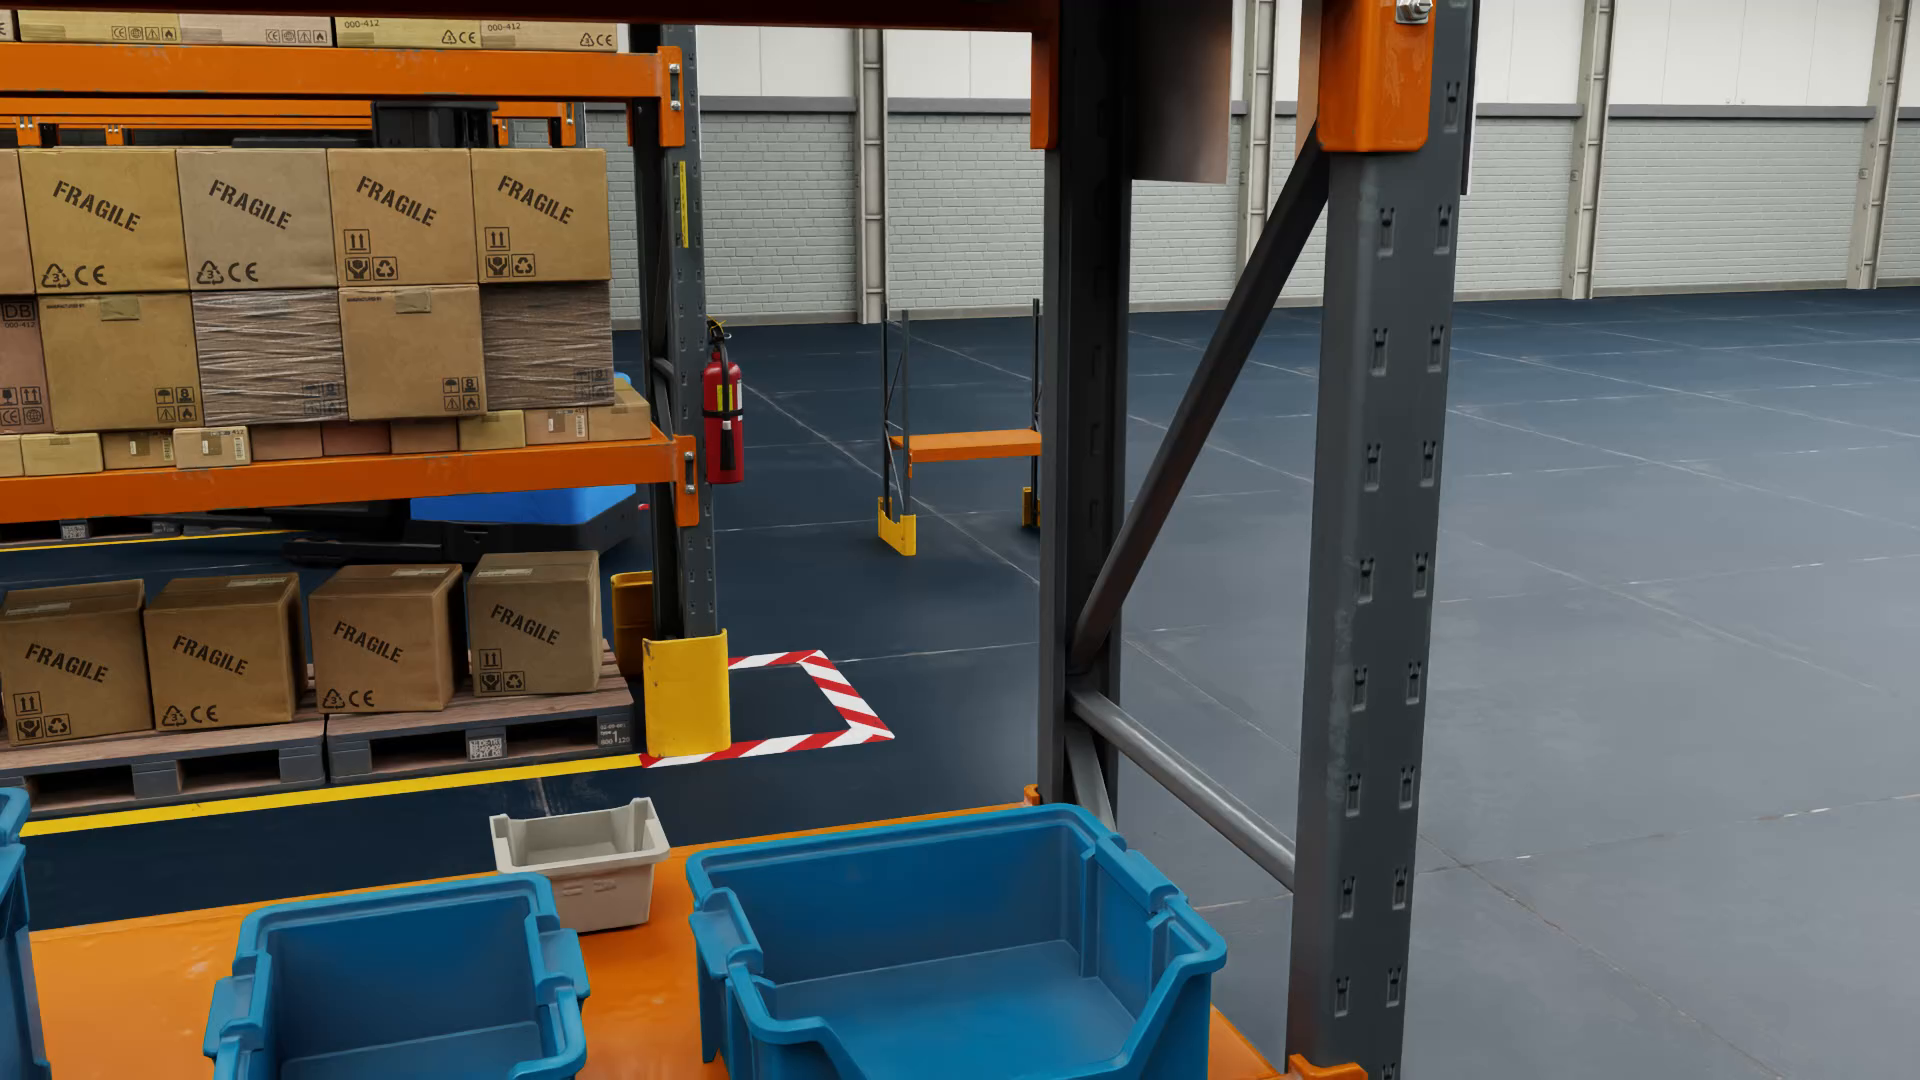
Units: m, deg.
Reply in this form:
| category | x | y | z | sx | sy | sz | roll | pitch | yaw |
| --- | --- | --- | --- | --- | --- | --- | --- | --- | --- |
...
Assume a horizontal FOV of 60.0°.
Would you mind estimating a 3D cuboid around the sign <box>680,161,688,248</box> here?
| category | x | y | z | sx | sy | sz | roll | pitch | yaw |
| --- | --- | --- | --- | --- | --- | --- | --- | --- | --- |
| sign | -1.066 | -1.295 | 6.422 | 0.005 | 0.325 | 0.100 | -4 | 14 | -18 |

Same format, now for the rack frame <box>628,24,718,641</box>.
| category | x | y | z | sx | sy | sz | roll | pitch | yaw |
| --- | --- | --- | --- | --- | --- | --- | --- | --- | --- |
| rack frame | -1.224 | -0.702 | 7.110 | 0.127 | 3.000 | 1.000 | -4 | 14 | -18 |

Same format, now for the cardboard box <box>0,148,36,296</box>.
| category | x | y | z | sx | sy | sz | roll | pitch | yaw |
| --- | --- | --- | --- | --- | --- | --- | --- | --- | --- |
| cardboard box | -3.560 | -1.138 | 5.924 | 0.500 | 0.500 | 0.500 | -4 | 14 | -18 |

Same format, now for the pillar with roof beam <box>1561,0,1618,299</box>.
| category | x | y | z | sx | sy | sz | roll | pitch | yaw |
| --- | --- | --- | --- | --- | --- | --- | --- | --- | --- |
| pillar with roof beam | 11.514 | -7.413 | 22.360 | 0.400 | 9.000 | 9.100 | -4 | 14 | -18 |

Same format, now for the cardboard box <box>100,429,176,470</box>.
| category | x | y | z | sx | sy | sz | roll | pitch | yaw |
| --- | --- | --- | --- | --- | --- | --- | --- | --- | --- |
| cardboard box | -3.076 | -0.376 | 6.285 | 0.250 | 0.149 | 0.380 | -4 | 14 | -18 |

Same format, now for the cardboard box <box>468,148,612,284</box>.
| category | x | y | z | sx | sy | sz | roll | pitch | yaw |
| --- | --- | --- | --- | --- | --- | --- | --- | --- | --- |
| cardboard box | -1.667 | -1.287 | 6.550 | 0.500 | 0.500 | 0.500 | -4 | 14 | -18 |

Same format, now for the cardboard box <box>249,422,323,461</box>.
| category | x | y | z | sx | sy | sz | roll | pitch | yaw |
| --- | --- | --- | --- | --- | --- | --- | --- | --- | --- |
| cardboard box | -2.608 | -0.417 | 6.458 | 0.250 | 0.149 | 0.380 | -4 | 14 | -18 |

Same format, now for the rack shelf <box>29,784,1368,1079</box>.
| category | x | y | z | sx | sy | sz | roll | pitch | yaw |
| --- | --- | --- | --- | --- | --- | --- | --- | --- | --- |
| rack shelf | -1.540 | 0.882 | 2.006 | 4.000 | 0.370 | 1.077 | -4 | 14 | -18 |

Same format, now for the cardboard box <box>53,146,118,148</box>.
| category | x | y | z | sx | sy | sz | roll | pitch | yaw |
| --- | --- | --- | --- | --- | --- | --- | --- | --- | --- |
| cardboard box | -7.690 | -3.245 | 14.782 | 0.500 | 0.500 | 0.700 | -5 | 14 | -19 |

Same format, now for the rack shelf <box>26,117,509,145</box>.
| category | x | y | z | sx | sy | sz | roll | pitch | yaw |
| --- | --- | --- | --- | --- | --- | --- | --- | --- | --- |
| rack shelf | -6.280 | -3.837 | 15.363 | 4.000 | 0.370 | 1.077 | -4 | 14 | -18 |

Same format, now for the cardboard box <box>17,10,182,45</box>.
| category | x | y | z | sx | sy | sz | roll | pitch | yaw |
| --- | --- | --- | --- | --- | --- | --- | --- | --- | --- |
| cardboard box | -3.036 | -1.885 | 5.927 | 0.500 | 0.250 | 0.500 | -5 | 14 | -19 |

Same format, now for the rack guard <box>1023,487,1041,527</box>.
| category | x | y | z | sx | sy | sz | roll | pitch | yaw |
| --- | --- | --- | --- | --- | --- | --- | --- | --- | --- |
| rack guard | 0.544 | -0.164 | 10.792 | 0.087 | 0.250 | 0.587 | -4 | 14 | -18 |

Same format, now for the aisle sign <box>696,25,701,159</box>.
| category | x | y | z | sx | sy | sz | roll | pitch | yaw |
| --- | --- | --- | --- | --- | --- | --- | --- | --- | --- |
| aisle sign | -1.070 | -1.905 | 6.552 | 0.004 | 0.787 | 0.394 | -4 | 14 | -18 |

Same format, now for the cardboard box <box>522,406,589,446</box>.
| category | x | y | z | sx | sy | sz | roll | pitch | yaw |
| --- | --- | --- | --- | --- | --- | --- | --- | --- | --- |
| cardboard box | -1.666 | -0.495 | 6.784 | 0.250 | 0.149 | 0.380 | -4 | 14 | -18 |

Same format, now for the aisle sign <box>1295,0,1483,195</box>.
| category | x | y | z | sx | sy | sz | roll | pitch | yaw |
| --- | --- | --- | --- | --- | --- | --- | --- | --- | --- |
| aisle sign | 0.518 | -0.820 | 1.991 | 0.004 | 0.787 | 0.394 | -4 | 14 | -18 |

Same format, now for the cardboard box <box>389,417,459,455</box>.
| category | x | y | z | sx | sy | sz | roll | pitch | yaw |
| --- | --- | --- | --- | --- | --- | --- | --- | --- | --- |
| cardboard box | -2.128 | -0.450 | 6.595 | 0.250 | 0.149 | 0.380 | -4 | 14 | -18 |

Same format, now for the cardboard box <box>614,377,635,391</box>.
| category | x | y | z | sx | sy | sz | roll | pitch | yaw |
| --- | --- | --- | --- | --- | --- | --- | --- | --- | --- |
| cardboard box | -1.570 | -0.611 | 7.271 | 0.250 | 0.149 | 0.380 | -4 | 14 | -18 |

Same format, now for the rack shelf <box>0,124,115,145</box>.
| category | x | y | z | sx | sy | sz | roll | pitch | yaw |
| --- | --- | --- | --- | --- | --- | --- | --- | --- | --- |
| rack shelf | -11.658 | -4.630 | 18.698 | 4.000 | 0.370 | 1.077 | -4 | 14 | -18 |

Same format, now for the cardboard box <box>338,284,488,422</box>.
| category | x | y | z | sx | sy | sz | roll | pitch | yaw |
| --- | --- | --- | --- | --- | --- | --- | --- | --- | --- |
| cardboard box | -2.190 | -0.797 | 6.653 | 0.500 | 0.500 | 0.875 | -4 | 14 | -18 |

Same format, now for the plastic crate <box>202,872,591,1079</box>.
| category | x | y | z | sx | sy | sz | roll | pitch | yaw |
| --- | --- | --- | --- | --- | --- | --- | --- | --- | --- |
| plastic crate | -0.641 | 0.606 | 1.933 | 0.408 | 0.251 | 0.499 | -4 | 14 | -18 |

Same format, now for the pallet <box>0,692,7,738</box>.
| category | x | y | z | sx | sy | sz | roll | pitch | yaw |
| --- | --- | --- | --- | --- | --- | --- | --- | --- | --- |
| pallet | -4.390 | 0.893 | 6.433 | 1.213 | 0.211 | 1.003 | -4 | 14 | -18 |

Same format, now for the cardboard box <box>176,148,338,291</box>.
| category | x | y | z | sx | sy | sz | roll | pitch | yaw |
| --- | --- | --- | --- | --- | --- | --- | --- | --- | --- |
| cardboard box | -2.613 | -1.212 | 6.237 | 0.500 | 0.500 | 0.500 | -4 | 14 | -18 |

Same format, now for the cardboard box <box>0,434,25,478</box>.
| category | x | y | z | sx | sy | sz | roll | pitch | yaw |
| --- | --- | --- | --- | --- | --- | --- | --- | --- | --- |
| cardboard box | -3.539 | -0.332 | 6.098 | 0.250 | 0.149 | 0.380 | -4 | 14 | -18 |

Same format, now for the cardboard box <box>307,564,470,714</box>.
| category | x | y | z | sx | sy | sz | roll | pitch | yaw |
| --- | --- | --- | --- | --- | --- | --- | --- | --- | --- |
| cardboard box | -2.377 | 0.404 | 6.956 | 0.500 | 0.500 | 0.500 | -1 | 13 | -3 |

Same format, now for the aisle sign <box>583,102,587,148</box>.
| category | x | y | z | sx | sy | sz | roll | pitch | yaw |
| --- | --- | --- | --- | --- | --- | --- | --- | --- | --- |
| aisle sign | -2.547 | -3.001 | 11.160 | 0.004 | 0.787 | 0.394 | -4 | 14 | -18 |

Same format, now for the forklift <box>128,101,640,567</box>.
| category | x | y | z | sx | sy | sz | roll | pitch | yaw |
| --- | --- | --- | --- | --- | --- | --- | --- | --- | --- |
| forklift | -3.608 | -1.380 | 10.109 | 3.031 | 2.935 | 1.130 | 2 | 14 | 9 |

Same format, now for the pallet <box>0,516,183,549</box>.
| category | x | y | z | sx | sy | sz | roll | pitch | yaw |
| --- | --- | --- | --- | --- | --- | --- | --- | --- | --- |
| pallet | -5.756 | -0.184 | 10.960 | 1.213 | 0.211 | 1.003 | -4 | 14 | -18 |

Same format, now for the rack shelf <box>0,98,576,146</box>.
| category | x | y | z | sx | sy | sz | roll | pitch | yaw |
| --- | --- | --- | --- | --- | --- | --- | --- | --- | --- |
| rack shelf | -4.606 | -2.759 | 10.831 | 4.000 | 0.370 | 1.077 | -4 | 14 | -18 |

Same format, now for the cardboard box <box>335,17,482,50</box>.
| category | x | y | z | sx | sy | sz | roll | pitch | yaw |
| --- | --- | --- | --- | --- | --- | --- | --- | --- | --- |
| cardboard box | -2.072 | -1.959 | 6.239 | 0.500 | 0.250 | 0.500 | -4 | 14 | -18 |

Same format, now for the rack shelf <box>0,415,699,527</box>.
| category | x | y | z | sx | sy | sz | roll | pitch | yaw |
| --- | --- | --- | --- | --- | --- | --- | --- | --- | --- |
| rack shelf | -3.120 | -0.204 | 6.573 | 4.000 | 0.370 | 1.077 | -4 | 14 | -18 |

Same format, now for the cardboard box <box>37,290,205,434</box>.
| category | x | y | z | sx | sy | sz | roll | pitch | yaw |
| --- | --- | --- | --- | --- | --- | --- | --- | --- | --- |
| cardboard box | -3.155 | -0.735 | 6.394 | 0.500 | 0.500 | 0.875 | -4 | 14 | -18 |

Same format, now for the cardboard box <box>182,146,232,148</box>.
| category | x | y | z | sx | sy | sz | roll | pitch | yaw |
| --- | --- | --- | --- | --- | --- | --- | --- | --- | --- |
| cardboard box | -6.714 | -3.309 | 15.051 | 0.500 | 0.500 | 0.700 | -5 | 14 | -19 |

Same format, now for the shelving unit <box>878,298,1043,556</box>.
| category | x | y | z | sx | sy | sz | roll | pitch | yaw |
| --- | --- | --- | --- | --- | --- | --- | --- | --- | --- |
| shelving unit | 0.072 | -0.735 | 10.493 | 1.083 | 1.500 | 0.587 | -4 | 14 | -18 |

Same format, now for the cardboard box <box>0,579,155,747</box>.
| category | x | y | z | sx | sy | sz | roll | pitch | yaw |
| --- | --- | --- | --- | --- | --- | --- | --- | --- | --- |
| cardboard box | -3.520 | 0.478 | 6.647 | 0.500 | 0.500 | 0.500 | -6 | 15 | -23 |

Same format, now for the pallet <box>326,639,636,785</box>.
| category | x | y | z | sx | sy | sz | roll | pitch | yaw |
| --- | --- | --- | --- | --- | --- | --- | --- | --- | --- |
| pallet | -2.077 | 0.713 | 7.190 | 1.213 | 0.211 | 1.003 | -4 | 14 | -18 |

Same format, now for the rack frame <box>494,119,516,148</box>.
| category | x | y | z | sx | sy | sz | roll | pitch | yaw |
| --- | --- | --- | --- | --- | --- | --- | --- | --- | --- |
| rack frame | -4.385 | -2.875 | 16.248 | 0.127 | 3.000 | 1.000 | -4 | 14 | -18 |

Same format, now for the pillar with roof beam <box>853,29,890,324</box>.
| category | x | y | z | sx | sy | sz | roll | pitch | yaw |
| --- | --- | --- | --- | --- | --- | --- | --- | --- | --- |
| pillar with roof beam | 0.141 | -6.527 | 18.636 | 0.400 | 9.000 | 9.100 | -4 | 14 | -18 |

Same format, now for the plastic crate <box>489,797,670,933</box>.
| category | x | y | z | sx | sy | sz | roll | pitch | yaw |
| --- | --- | --- | --- | --- | --- | --- | --- | --- | --- |
| plastic crate | -0.595 | 0.508 | 2.593 | 0.250 | 0.136 | 0.298 | -4 | 14 | -18 |

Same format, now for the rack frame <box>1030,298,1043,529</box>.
| category | x | y | z | sx | sy | sz | roll | pitch | yaw |
| --- | --- | --- | --- | --- | --- | --- | --- | --- | --- |
| rack frame | 0.563 | -0.773 | 10.653 | 0.032 | 1.500 | 0.500 | -4 | 14 | -18 |
